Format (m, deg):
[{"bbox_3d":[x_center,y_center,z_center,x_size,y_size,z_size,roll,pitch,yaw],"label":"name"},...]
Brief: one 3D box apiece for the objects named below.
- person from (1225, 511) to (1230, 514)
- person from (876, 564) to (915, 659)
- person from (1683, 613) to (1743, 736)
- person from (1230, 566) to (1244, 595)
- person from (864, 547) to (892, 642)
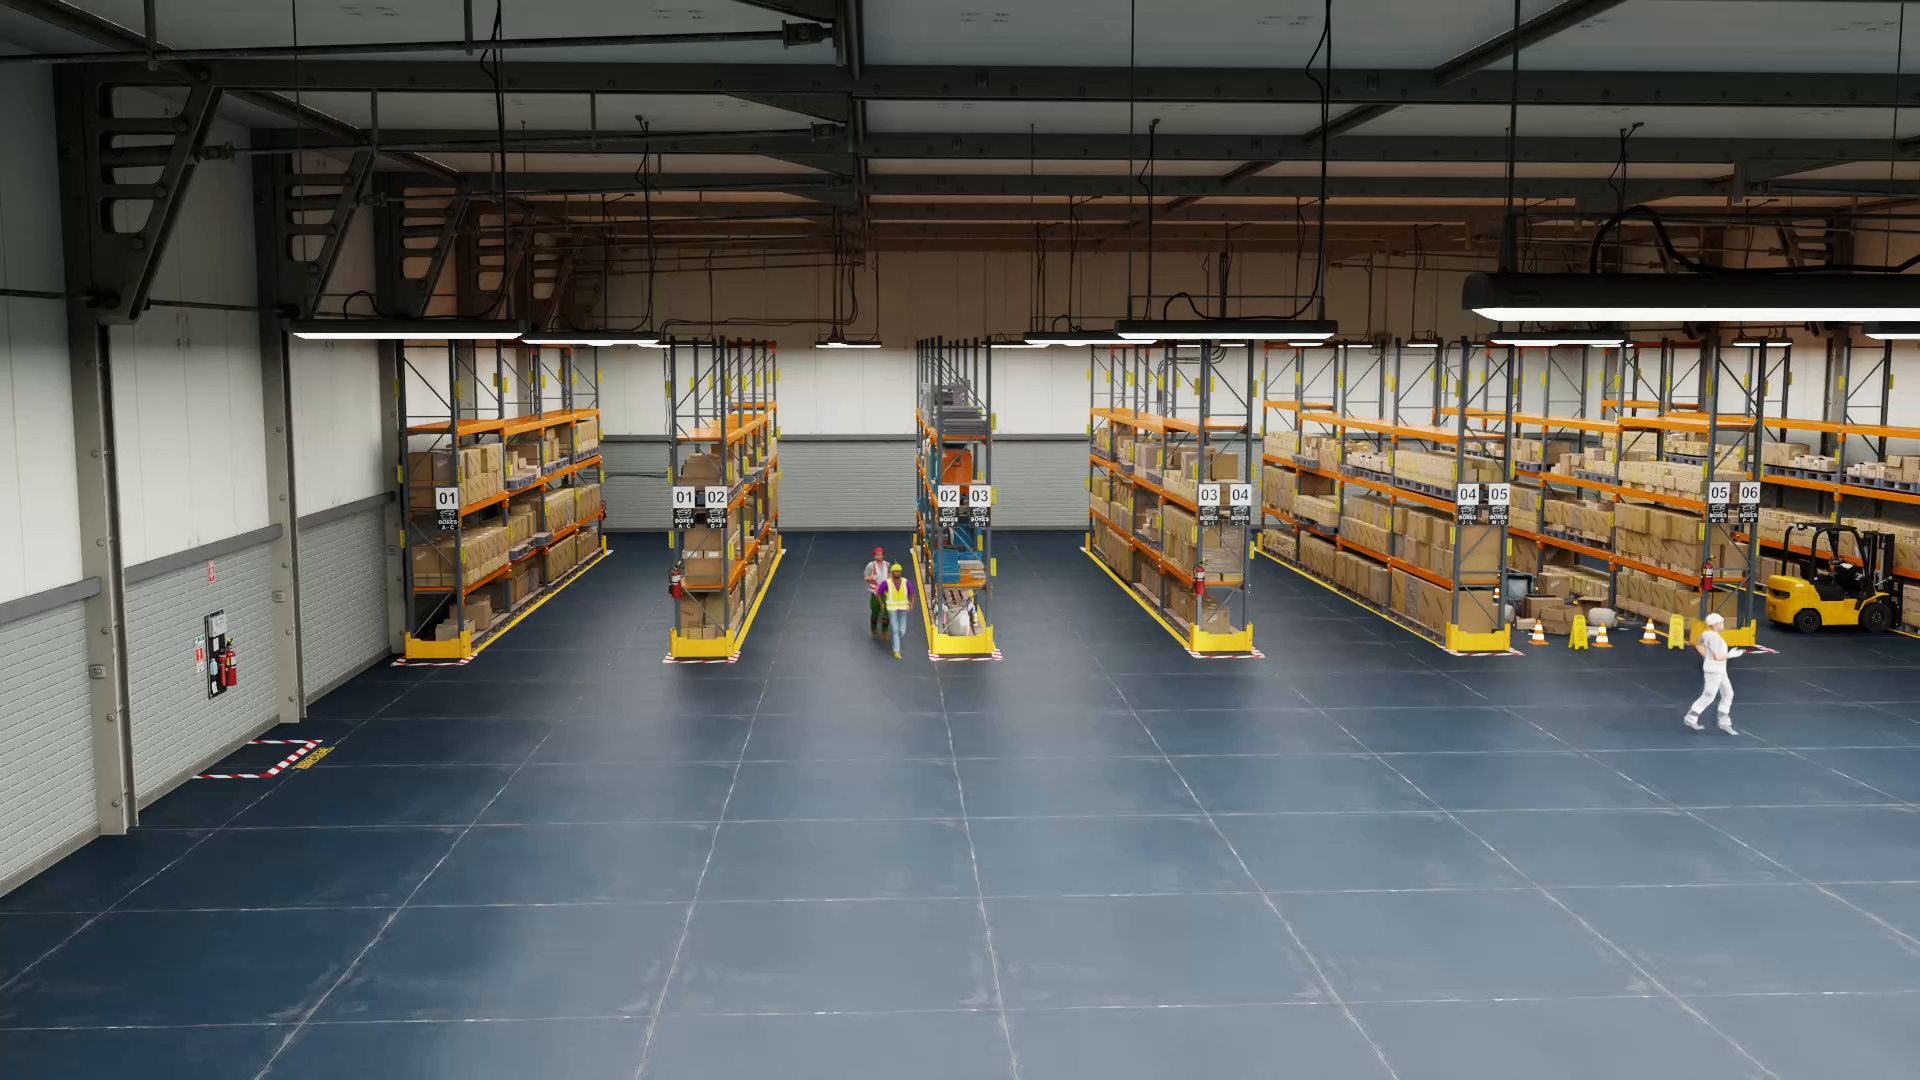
[{"bbox_3d":[7.493,-0.594,48.319,0.811,1.704,0.565,4,8,33],"label":"person"},{"bbox_3d":[-1.205,1.315,31.301,0.730,1.751,0.824,-2,7,-16],"label":"person"},{"bbox_3d":[11.246,2.006,24.820,0.765,1.832,0.614,3,7,26],"label":"person"},{"bbox_3d":[6.571,0.429,39.289,0.592,1.729,0.684,-1,7,-8],"label":"person"},{"bbox_3d":[-1.605,1.062,33.118,0.632,1.832,0.765,-2,7,-16],"label":"person"}]
